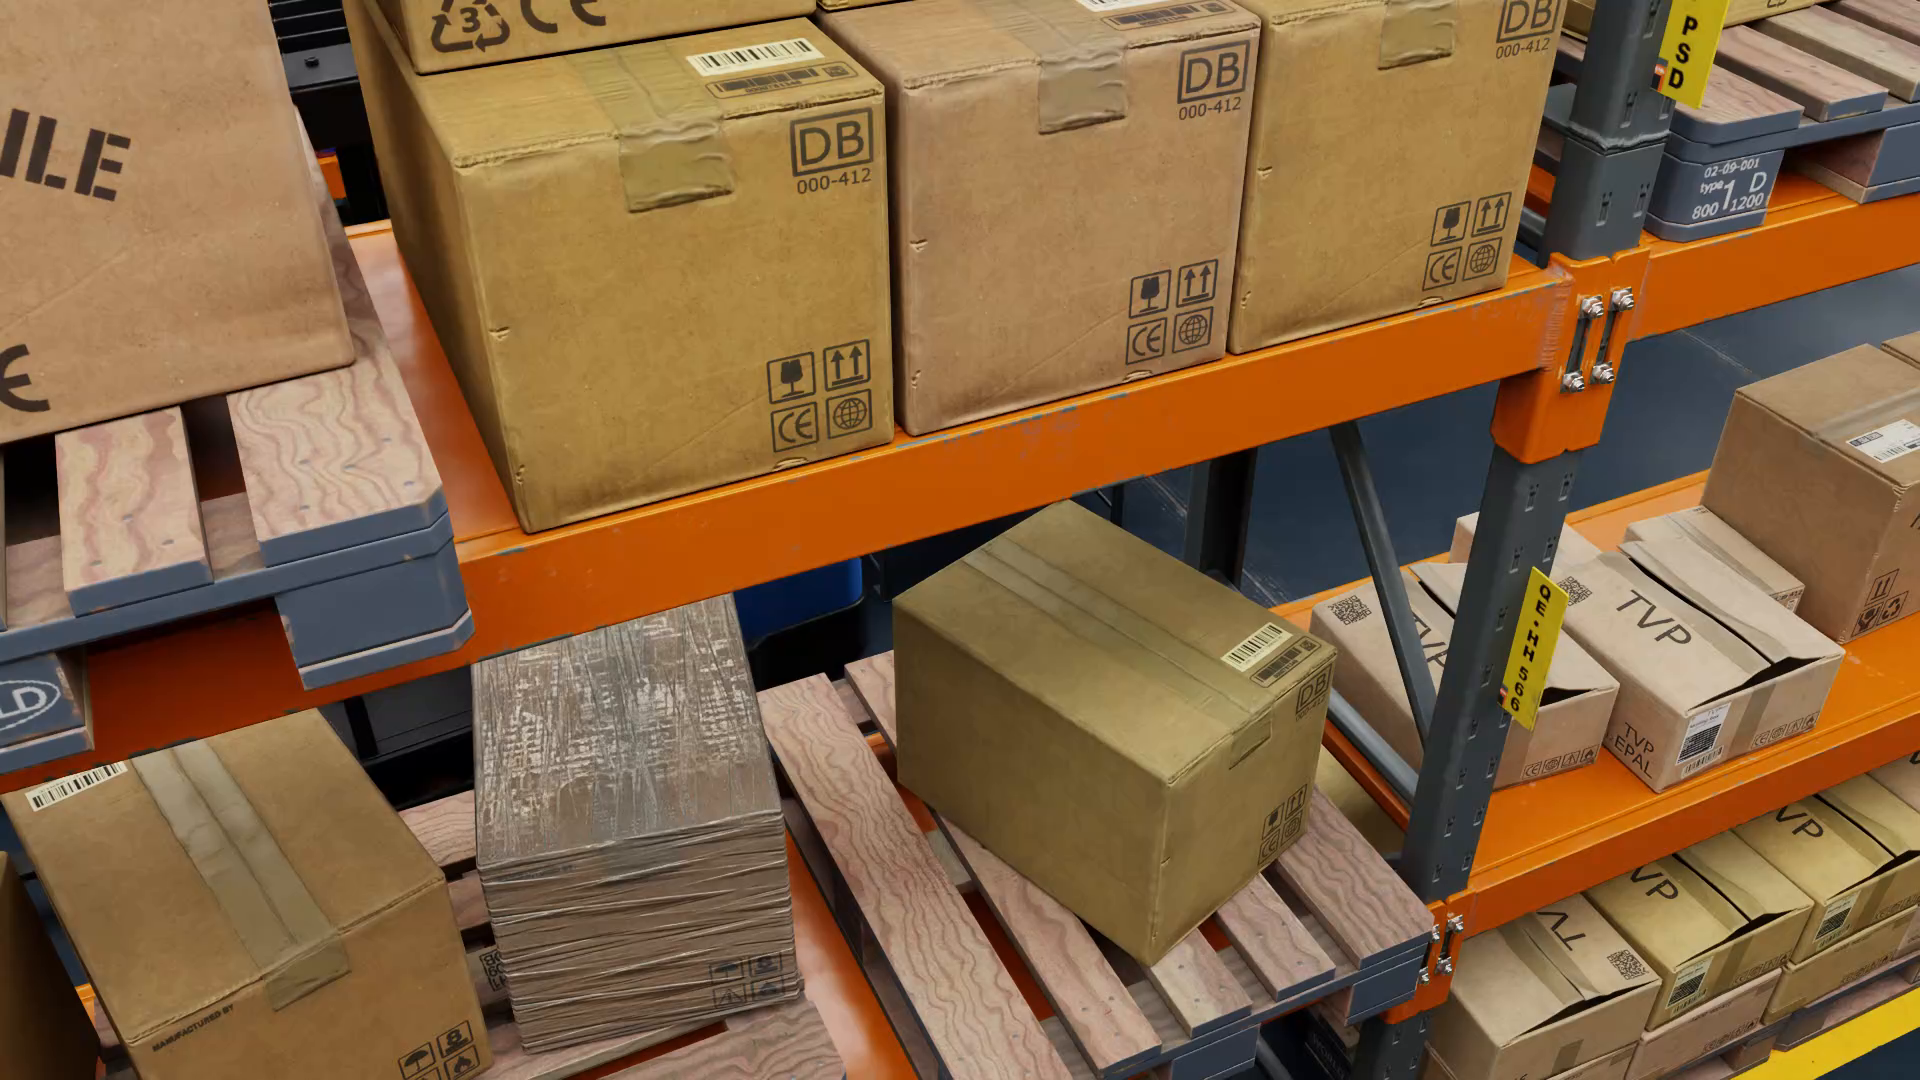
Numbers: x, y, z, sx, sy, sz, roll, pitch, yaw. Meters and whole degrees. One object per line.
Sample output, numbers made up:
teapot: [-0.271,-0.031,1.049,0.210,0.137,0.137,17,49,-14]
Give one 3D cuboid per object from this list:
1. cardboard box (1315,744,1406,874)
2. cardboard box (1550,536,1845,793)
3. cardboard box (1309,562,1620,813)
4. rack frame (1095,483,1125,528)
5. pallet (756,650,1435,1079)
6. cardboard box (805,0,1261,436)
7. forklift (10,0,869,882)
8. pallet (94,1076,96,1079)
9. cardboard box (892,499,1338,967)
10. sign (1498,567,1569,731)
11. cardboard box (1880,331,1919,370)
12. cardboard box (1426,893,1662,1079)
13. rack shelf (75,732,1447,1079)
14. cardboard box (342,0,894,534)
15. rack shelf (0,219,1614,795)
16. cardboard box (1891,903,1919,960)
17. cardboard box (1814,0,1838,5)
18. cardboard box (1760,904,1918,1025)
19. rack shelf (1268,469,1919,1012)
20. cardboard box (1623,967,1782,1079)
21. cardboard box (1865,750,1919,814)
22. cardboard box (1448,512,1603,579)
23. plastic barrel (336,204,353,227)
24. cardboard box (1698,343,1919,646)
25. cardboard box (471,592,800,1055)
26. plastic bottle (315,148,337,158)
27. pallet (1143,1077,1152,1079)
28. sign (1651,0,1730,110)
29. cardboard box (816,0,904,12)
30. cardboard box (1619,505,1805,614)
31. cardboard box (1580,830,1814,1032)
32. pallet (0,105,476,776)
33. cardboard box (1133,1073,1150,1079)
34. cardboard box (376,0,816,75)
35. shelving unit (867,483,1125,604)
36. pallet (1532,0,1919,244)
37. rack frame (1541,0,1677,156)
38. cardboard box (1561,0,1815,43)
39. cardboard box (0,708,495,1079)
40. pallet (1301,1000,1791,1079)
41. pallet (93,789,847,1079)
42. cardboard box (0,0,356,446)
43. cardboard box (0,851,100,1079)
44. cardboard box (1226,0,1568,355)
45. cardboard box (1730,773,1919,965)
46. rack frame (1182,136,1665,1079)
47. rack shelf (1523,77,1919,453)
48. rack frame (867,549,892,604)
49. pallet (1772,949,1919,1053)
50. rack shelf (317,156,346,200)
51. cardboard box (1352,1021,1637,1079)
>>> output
cardboard box: [1.179,0.790,4.651,0.500,0.311,0.500,-15,39,-19]
cardboard box: [1.701,0.259,3.958,0.500,0.311,0.500,-16,39,-20]
cardboard box: [1.157,0.312,3.886,0.500,0.311,0.500,-13,39,-17]
rack frame: [0.537,-0.753,6.506,0.032,1.500,0.500,-16,39,-20]
pallet: [0.225,0.632,3.542,1.003,0.211,1.213,-16,39,-20]
cardboard box: [-0.033,-0.642,2.496,0.500,0.500,0.910,-16,39,-20]
forklift: [-1.874,-0.547,5.027,3.031,2.935,1.130,-19,40,-23]
pallet: [-2.042,1.291,2.652,1.213,0.211,1.003,-16,39,-20]
cardboard box: [0.287,0.357,3.315,0.500,0.500,0.700,-30,46,-34]
sign: [1.048,0.202,3.054,0.005,0.325,0.100,-16,39,-20]
cardboard box: [2.798,-0.262,4.501,0.500,0.500,0.500,-16,39,-20]
cardboard box: [1.408,1.081,4.259,0.500,0.311,0.500,-14,39,-18]
rack shelf: [-1.001,1.140,3.298,4.000,0.370,1.077,-16,39,-20]
cardboard box: [-0.504,-0.510,2.318,0.500,0.500,0.910,-16,39,-20]
rack shelf: [-1.001,-0.064,2.405,4.000,0.370,1.077,-16,39,-20]
cardboard box: [2.795,0.915,4.955,0.500,0.250,0.500,-15,39,-19]
cardboard box: [1.663,-1.256,3.180,0.500,0.250,0.500,-15,39,-19]
cardboard box: [2.331,1.044,4.780,0.500,0.250,0.500,-17,40,-21]
rack shelf: [2.620,0.128,4.664,4.000,0.370,1.077,-16,39,-20]
cardboard box: [1.863,1.179,4.598,0.500,0.250,0.500,-17,40,-21]
cardboard box: [2.808,0.686,4.793,0.500,0.311,0.500,-16,39,-21]
cardboard box: [1.506,0.069,4.349,0.250,0.149,0.380,-16,39,-20]
plastic barrel: [-2.750,-1.108,7.398,0.708,0.588,0.600,-16,39,-20]
cardboard box: [2.321,-0.128,4.321,0.500,0.500,0.500,-18,40,-22]
cardboard box: [-0.622,0.485,3.142,0.500,0.500,0.700,-9,37,-11]
plastic bottle: [-2.512,-1.658,6.566,0.133,0.283,0.061,-16,39,-20]
pallet: [0.117,1.634,4.370,1.213,0.211,1.003,-16,39,-20]
sign: [1.038,-0.774,2.324,0.005,0.325,0.100,-16,39,-20]
cardboard box: [-0.050,-1.065,2.227,0.500,0.500,0.500,-16,39,-20]
cardboard box: [1.940,0.093,4.318,0.250,0.149,0.380,-13,38,-17]
cardboard box: [1.880,0.944,4.444,0.500,0.311,0.500,-17,40,-21]
pallet: [-1.254,-0.163,2.092,1.003,0.211,1.213,-16,39,-20]
cardboard box: [0.276,1.134,4.433,0.500,0.500,0.500,-14,39,-18]
cardboard box: [-0.512,-0.936,2.053,0.500,0.500,0.500,-16,39,-20]
shelving unit: [0.077,-0.624,6.332,1.048,1.500,0.538,-16,39,-20]
pallet: [1.386,-1.004,3.226,1.003,0.211,1.213,-14,39,-18]
rack frame: [0.809,-2.064,1.980,0.127,3.000,1.000,-16,39,-20]
cardboard box: [1.196,-1.113,2.988,0.500,0.250,0.500,-19,40,-23]
cardboard box: [-1.239,0.668,2.895,0.500,0.500,0.700,-26,44,-31]
pallet: [1.571,1.278,4.850,1.213,0.211,1.003,-16,39,-20]
pallet: [-0.949,0.917,3.157,1.213,0.211,1.003,-16,39,-20]
cardboard box: [-1.118,-0.523,1.899,0.600,0.600,0.600,-17,40,-22]
cardboard box: [-1.692,0.941,2.527,0.500,0.500,0.700,-10,38,-13]
cardboard box: [0.429,-0.771,2.670,0.500,0.500,0.910,-16,39,-20]
cardboard box: [2.343,0.816,4.617,0.500,0.311,0.500,-17,40,-21]
rack frame: [0.809,0.345,3.767,0.127,3.000,1.000,-16,39,-20]
rack shelf: [2.620,-1.077,3.770,4.000,0.370,1.077,-16,39,-20]
rack frame: [-0.383,-0.495,6.159,0.032,1.500,0.500,-16,39,-20]
pallet: [2.674,0.971,5.263,1.213,0.211,1.003,-16,39,-20]
rack shelf: [-3.102,-1.532,6.901,4.000,0.370,1.077,-16,39,-20]
cardboard box: [1.408,1.307,4.426,0.500,0.250,0.500,-16,39,-20]
